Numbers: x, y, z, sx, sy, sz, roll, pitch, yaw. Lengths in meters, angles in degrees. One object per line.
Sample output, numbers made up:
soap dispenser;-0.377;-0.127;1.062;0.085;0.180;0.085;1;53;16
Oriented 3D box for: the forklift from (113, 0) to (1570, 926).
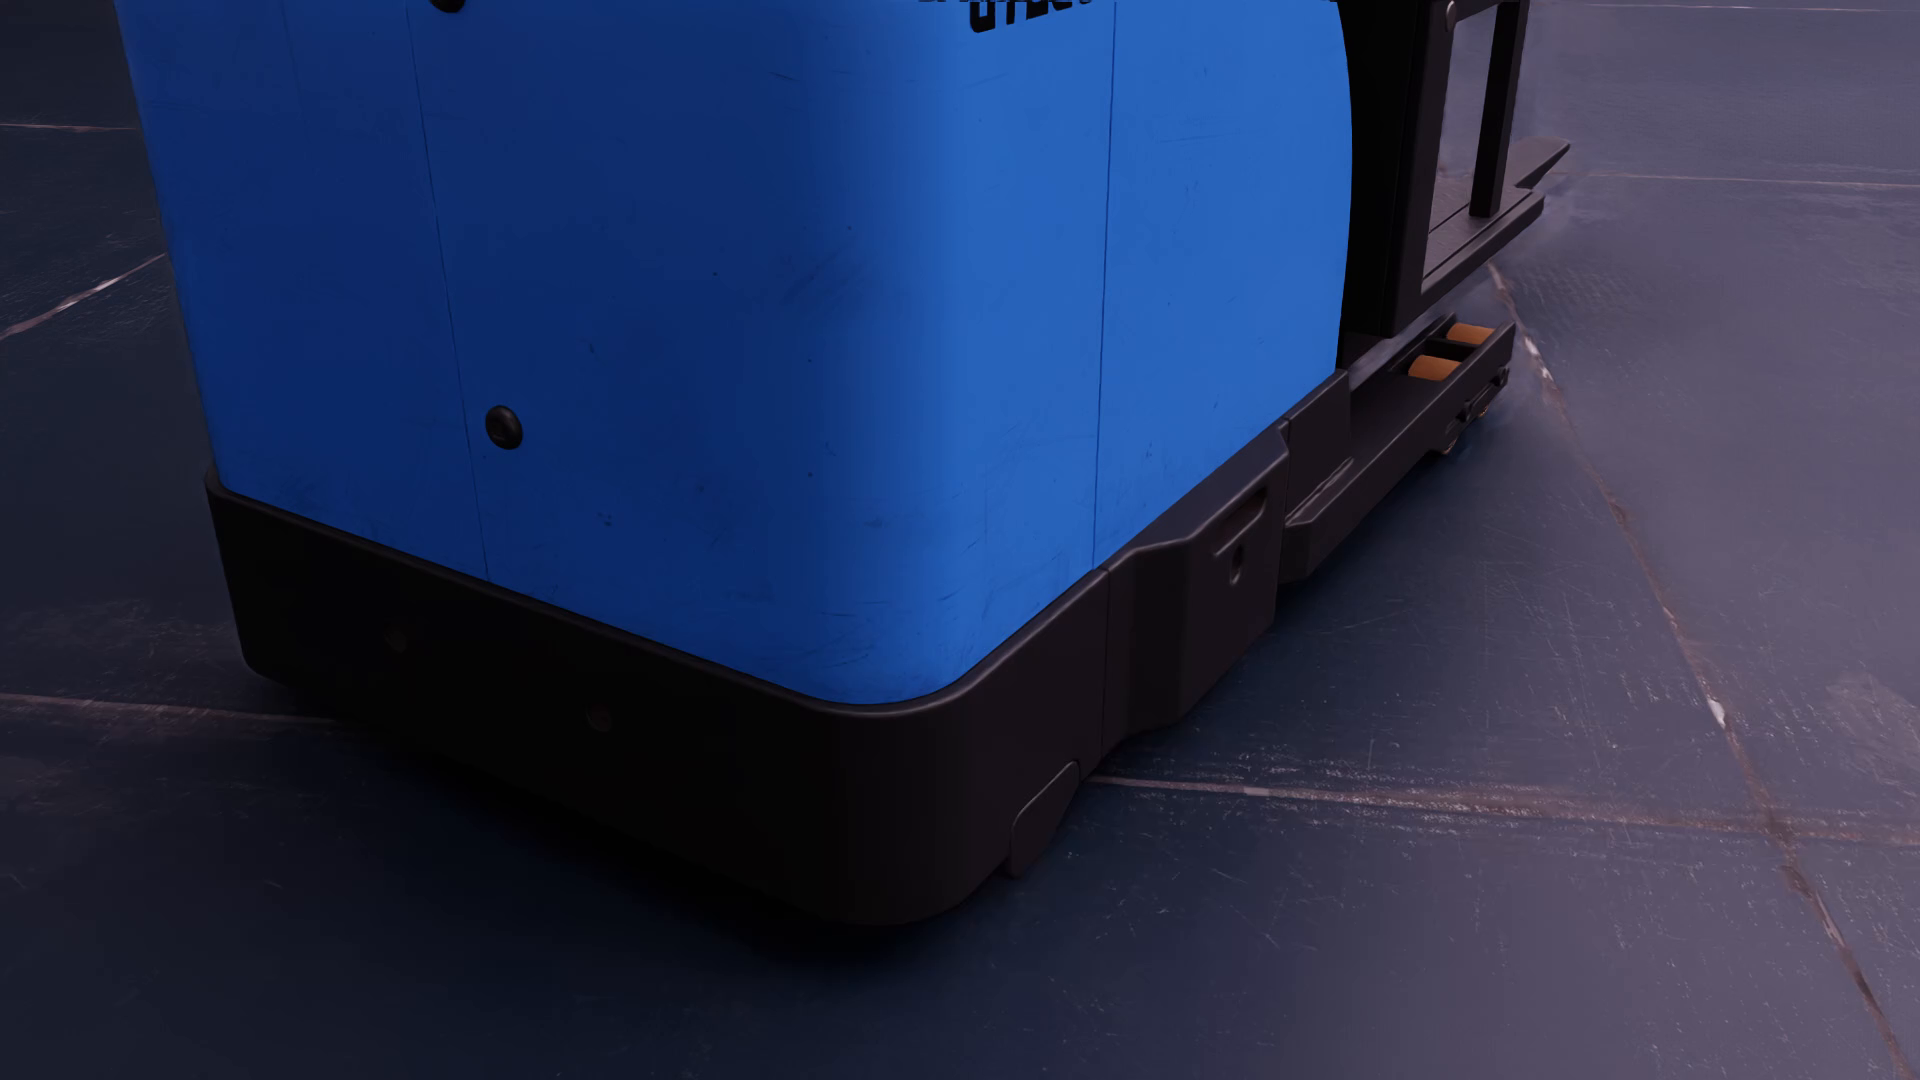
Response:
forklift;0.320;-1.554;2.331;1.130;2.935;3.031;16;31;29
